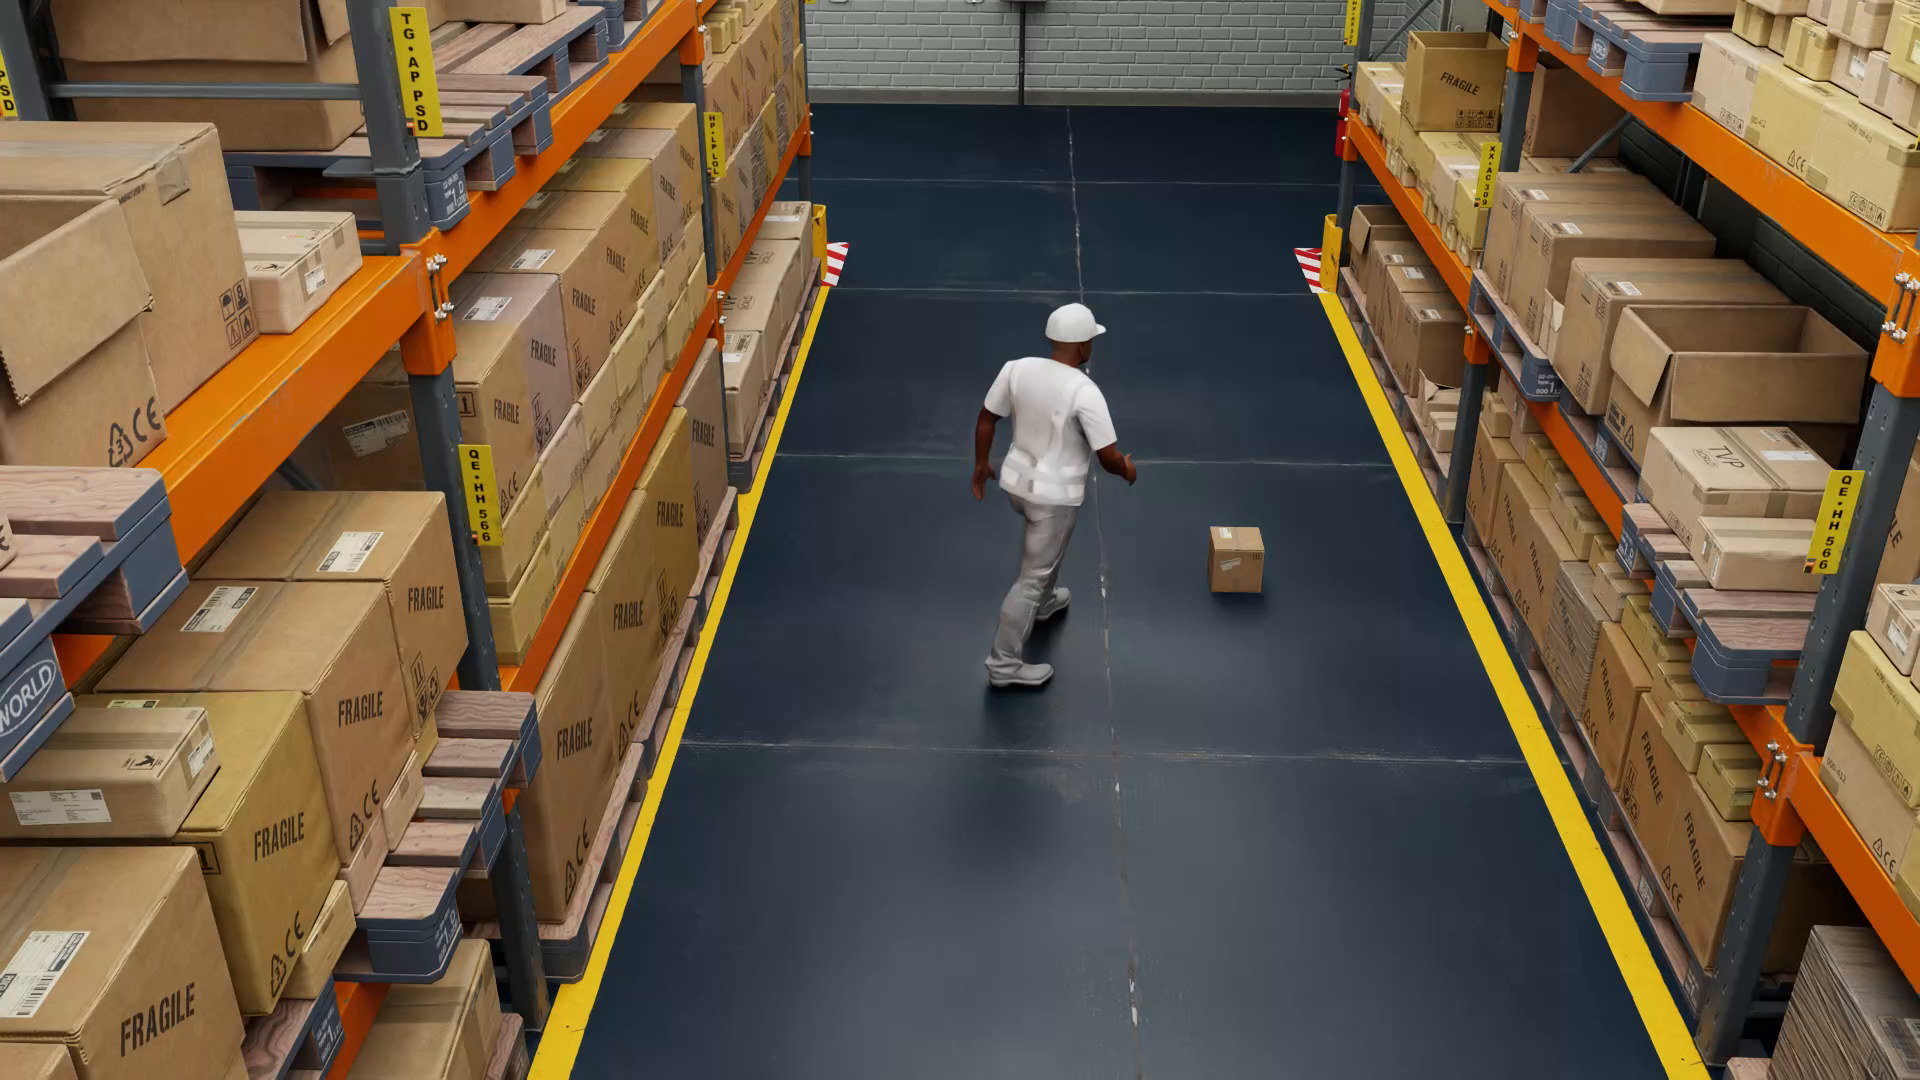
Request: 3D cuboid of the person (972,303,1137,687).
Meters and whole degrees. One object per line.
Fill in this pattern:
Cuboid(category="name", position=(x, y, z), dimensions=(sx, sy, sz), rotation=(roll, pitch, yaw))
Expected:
Cuboid(category="person", position=(0.392, -0.236, 7.566), dimensions=(0.823, 1.695, 0.689), rotation=(-19, 33, -31))
